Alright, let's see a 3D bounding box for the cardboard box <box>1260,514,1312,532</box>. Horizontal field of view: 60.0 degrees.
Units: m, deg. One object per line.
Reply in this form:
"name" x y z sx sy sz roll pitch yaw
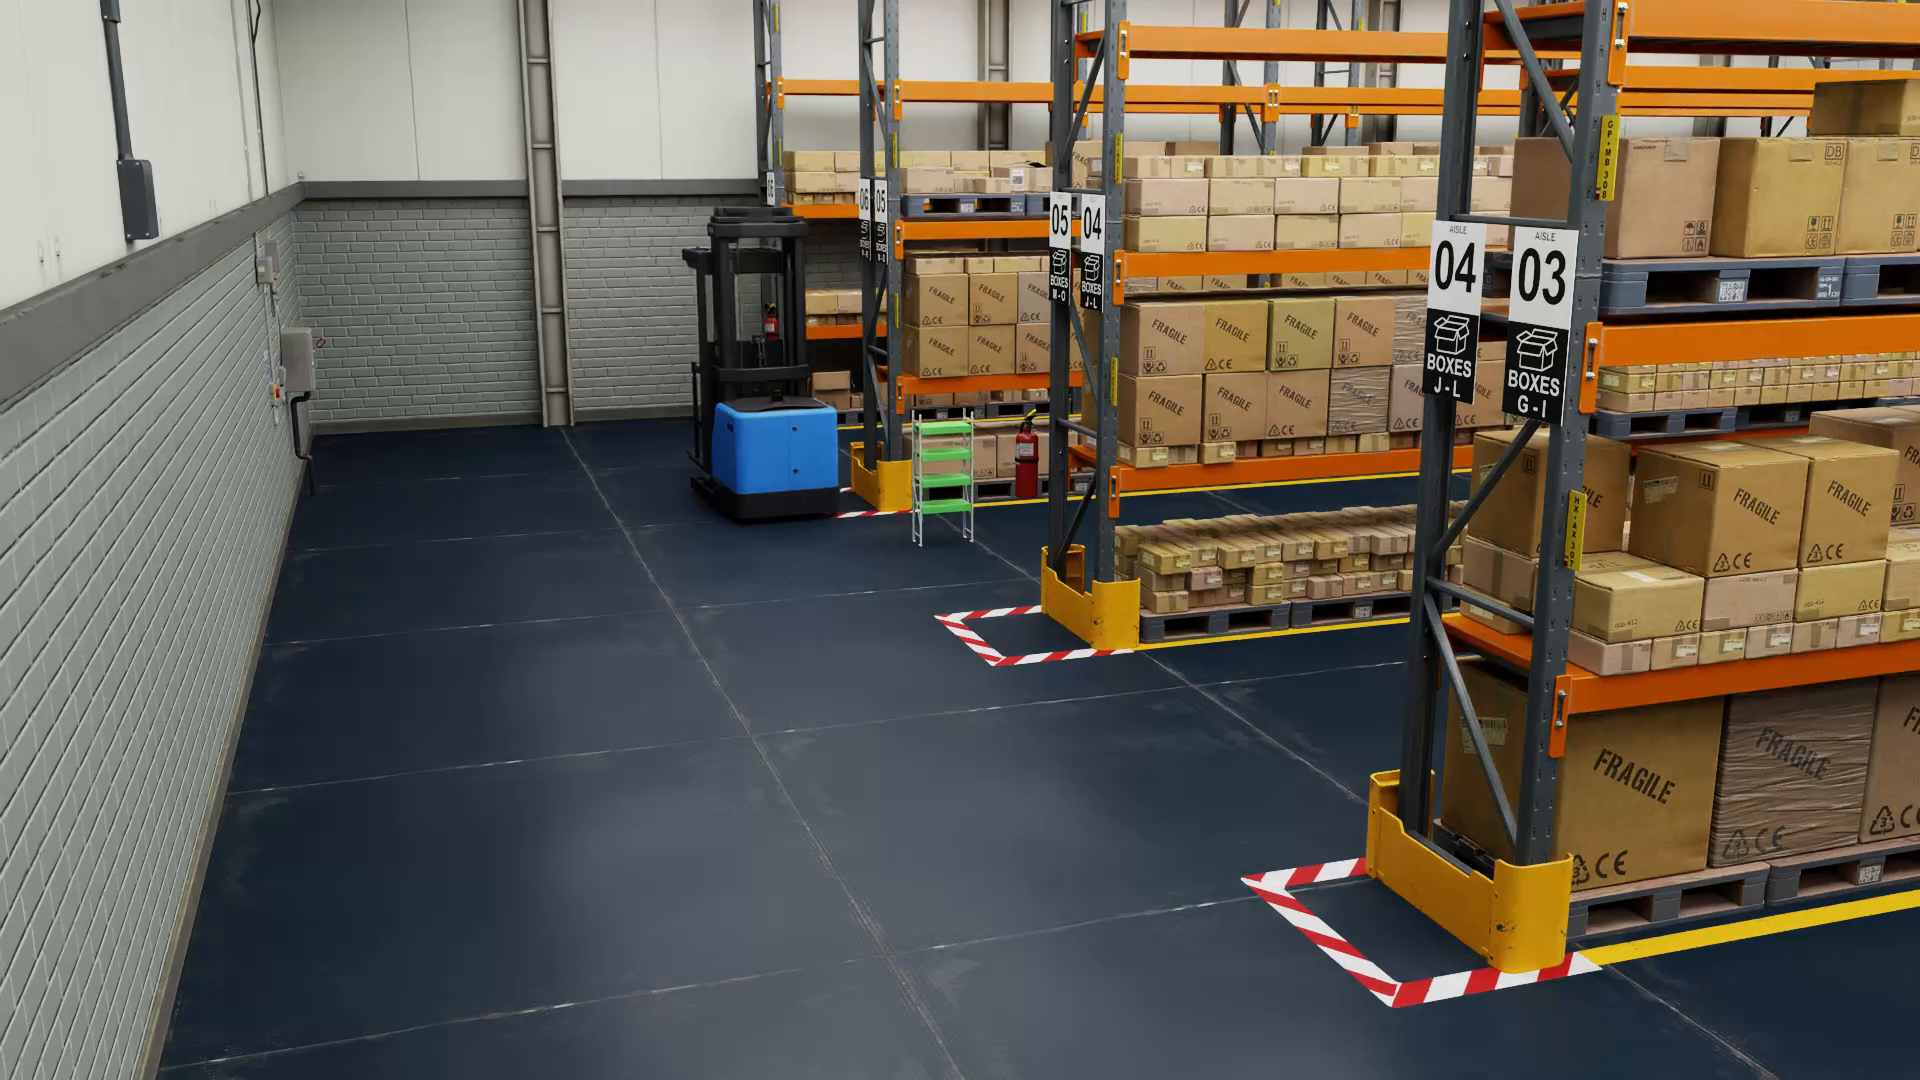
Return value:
"cardboard box" 2.559 -0.082 13.081 0.250 0.149 0.380 -5 14 -20

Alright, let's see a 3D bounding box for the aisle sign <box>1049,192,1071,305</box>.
"aisle sign" 0.725 -2.121 12.065 0.004 0.787 0.394 -4 14 -18

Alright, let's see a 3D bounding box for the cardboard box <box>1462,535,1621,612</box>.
"cardboard box" 2.750 0.134 7.885 0.500 0.250 0.500 -5 14 -19

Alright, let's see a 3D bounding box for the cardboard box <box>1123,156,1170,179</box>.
"cardboard box" 1.269 -2.593 11.569 0.250 0.149 0.380 -5 14 -19

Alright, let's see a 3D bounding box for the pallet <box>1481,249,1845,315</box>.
"pallet" 3.075 -1.173 7.410 1.213 0.211 1.003 -4 14 -18

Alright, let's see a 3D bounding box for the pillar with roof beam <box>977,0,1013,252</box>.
"pillar with roof beam" 1.845 -5.378 18.413 0.400 9.000 9.100 -4 14 -18

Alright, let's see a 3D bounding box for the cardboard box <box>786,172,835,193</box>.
"cardboard box" -1.864 -4.466 20.742 0.500 0.250 0.500 -5 14 -19

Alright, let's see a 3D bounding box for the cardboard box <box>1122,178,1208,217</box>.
"cardboard box" 1.398 -2.401 11.624 0.500 0.250 0.500 -4 14 -17

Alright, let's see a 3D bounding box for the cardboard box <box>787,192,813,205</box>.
"cardboard box" -1.995 -4.272 20.787 0.250 0.149 0.380 -4 14 -17

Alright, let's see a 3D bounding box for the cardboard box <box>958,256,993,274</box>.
"cardboard box" 0.148 -2.719 16.419 0.250 0.149 0.380 -4 14 -16

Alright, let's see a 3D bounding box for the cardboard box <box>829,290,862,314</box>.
"cardboard box" -1.378 -3.045 21.253 0.500 0.250 0.500 -4 14 -17

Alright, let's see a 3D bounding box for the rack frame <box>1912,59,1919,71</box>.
"rack frame" 8.472 -4.304 13.900 0.127 3.000 1.000 -4 14 -18

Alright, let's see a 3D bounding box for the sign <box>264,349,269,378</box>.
"sign" -6.164 -1.569 14.779 0.001 0.218 0.327 -4 14 -18

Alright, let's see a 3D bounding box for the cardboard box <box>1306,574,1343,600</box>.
"cardboard box" 2.696 0.328 12.643 0.250 0.149 0.380 -5 14 -21

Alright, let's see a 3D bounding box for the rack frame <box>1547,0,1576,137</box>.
"rack frame" 9.002 -6.766 24.250 0.127 3.000 1.000 -4 14 -18

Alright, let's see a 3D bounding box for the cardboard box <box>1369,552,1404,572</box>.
"cardboard box" 3.218 0.122 12.865 0.250 0.149 0.380 -5 14 -21

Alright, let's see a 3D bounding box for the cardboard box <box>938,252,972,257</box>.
"cardboard box" -0.058 -2.856 16.997 0.250 0.149 0.380 -5 14 -19

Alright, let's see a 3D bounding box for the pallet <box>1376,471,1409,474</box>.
"pallet" 4.872 -0.977 18.900 1.213 0.211 1.003 -4 14 -18

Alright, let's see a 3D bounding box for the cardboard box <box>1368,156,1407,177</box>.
"cardboard box" 3.020 -2.707 12.048 0.250 0.149 0.380 -5 14 -19

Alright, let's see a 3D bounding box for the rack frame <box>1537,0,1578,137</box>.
"rack frame" 6.797 -5.383 18.433 0.127 3.000 1.000 -4 14 -18

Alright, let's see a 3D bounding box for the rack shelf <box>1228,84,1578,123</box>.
"rack shelf" 4.902 -4.691 17.942 4.000 0.370 1.077 -4 14 -18

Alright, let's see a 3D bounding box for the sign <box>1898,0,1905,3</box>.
"sign" 10.771 -6.088 19.038 0.005 0.325 0.100 -4 14 -18

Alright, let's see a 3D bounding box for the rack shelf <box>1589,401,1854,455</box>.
"rack shelf" 6.576 -0.888 14.057 4.000 0.370 1.077 -4 14 -18

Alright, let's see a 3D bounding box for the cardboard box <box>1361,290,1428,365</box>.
"cardboard box" 3.343 -1.602 12.485 0.500 0.500 0.500 -4 14 -17

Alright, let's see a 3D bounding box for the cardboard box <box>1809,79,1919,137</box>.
"cardboard box" 4.293 -1.973 7.619 0.500 0.250 0.500 -5 14 -20

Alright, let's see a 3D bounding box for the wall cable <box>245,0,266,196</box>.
"wall cable" -6.324 -4.476 14.620 0.029 3.000 2.355 -4 14 -18

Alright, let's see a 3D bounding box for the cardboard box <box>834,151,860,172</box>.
"cardboard box" -1.383 -4.747 20.845 0.500 0.250 0.500 -5 14 -18

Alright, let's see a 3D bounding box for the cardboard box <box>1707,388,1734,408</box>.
"cardboard box" 5.938 -1.159 13.274 0.250 0.149 0.380 -4 14 -18

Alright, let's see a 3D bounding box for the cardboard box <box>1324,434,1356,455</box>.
"cardboard box" 2.763 -0.752 12.471 0.250 0.149 0.380 -4 14 -16

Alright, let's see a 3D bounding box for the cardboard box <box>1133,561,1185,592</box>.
"cardboard box" 1.468 0.260 12.285 0.250 0.149 0.380 -4 14 -16

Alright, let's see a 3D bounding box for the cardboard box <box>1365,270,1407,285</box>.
"cardboard box" 4.464 -2.753 17.967 0.500 0.500 0.500 -5 14 -19

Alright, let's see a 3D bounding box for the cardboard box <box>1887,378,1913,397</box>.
"cardboard box" 7.671 -1.294 13.842 0.250 0.149 0.380 -4 14 -17

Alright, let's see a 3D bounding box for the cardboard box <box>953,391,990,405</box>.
"cardboard box" 0.045 -2.106 22.115 0.500 0.500 0.700 -5 14 -20

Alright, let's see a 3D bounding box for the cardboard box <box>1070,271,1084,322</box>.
"cardboard box" 1.206 -2.498 16.893 0.500 0.500 0.500 -4 14 -18

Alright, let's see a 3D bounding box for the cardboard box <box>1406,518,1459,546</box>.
"cardboard box" 3.692 -0.065 13.007 0.250 0.149 0.380 -4 14 -16

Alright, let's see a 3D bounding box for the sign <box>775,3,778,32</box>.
"sign" -2.199 -6.255 19.909 0.005 0.325 0.100 -4 14 -18

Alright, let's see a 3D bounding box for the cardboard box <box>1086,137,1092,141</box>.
"cardboard box" 1.688 -5.231 22.159 0.258 0.266 0.396 -5 14 -19

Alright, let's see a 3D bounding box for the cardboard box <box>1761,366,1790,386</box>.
"cardboard box" 6.443 -1.344 13.409 0.250 0.149 0.380 -5 14 -19

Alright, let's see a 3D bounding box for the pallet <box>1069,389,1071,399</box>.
"pallet" 2.178 -1.969 23.072 1.213 0.211 1.003 -4 14 -18

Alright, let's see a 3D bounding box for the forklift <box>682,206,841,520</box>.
"forklift" -2.174 -1.919 16.983 1.130 2.935 3.031 -5 14 -21

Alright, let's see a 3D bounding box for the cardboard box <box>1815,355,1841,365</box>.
"cardboard box" 6.927 -1.526 13.532 0.250 0.149 0.380 -4 14 -15

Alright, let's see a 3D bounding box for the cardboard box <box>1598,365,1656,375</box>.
"cardboard box" 5.201 -1.390 12.963 0.250 0.149 0.380 -4 14 -15

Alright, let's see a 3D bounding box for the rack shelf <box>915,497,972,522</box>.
"rack shelf" -0.157 -0.276 15.130 0.480 0.148 0.258 -4 14 -18

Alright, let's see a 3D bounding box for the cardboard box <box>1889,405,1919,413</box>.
"cardboard box" 5.162 -0.418 8.586 0.500 0.500 0.500 -4 14 -18

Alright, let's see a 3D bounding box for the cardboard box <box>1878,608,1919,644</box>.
"cardboard box" 4.275 0.354 7.821 0.250 0.149 0.380 -5 14 -19

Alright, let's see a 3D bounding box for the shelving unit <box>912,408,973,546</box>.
"shelving unit" -0.157 -0.571 15.060 0.503 1.200 0.258 -4 14 -18

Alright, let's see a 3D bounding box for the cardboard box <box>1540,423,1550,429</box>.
"cardboard box" 4.485 -0.896 13.078 0.250 0.149 0.380 -5 14 -19

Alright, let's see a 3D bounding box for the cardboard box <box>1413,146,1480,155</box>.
"cardboard box" 5.219 -3.983 17.906 0.500 0.500 0.500 -4 14 -18

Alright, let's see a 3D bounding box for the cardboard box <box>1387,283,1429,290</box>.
"cardboard box" 3.689 -1.749 13.101 0.500 0.500 0.500 -5 14 -20

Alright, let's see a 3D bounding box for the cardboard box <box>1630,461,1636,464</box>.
"cardboard box" 5.306 -0.554 13.971 0.500 0.250 0.500 -5 14 -20

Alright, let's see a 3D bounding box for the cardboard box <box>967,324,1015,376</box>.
"cardboard box" 0.232 -1.938 16.700 0.500 0.500 0.500 -5 14 -19

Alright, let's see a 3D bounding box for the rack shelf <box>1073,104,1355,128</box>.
"rack shelf" 3.315 -5.779 22.518 4.000 0.370 1.077 -4 14 -18

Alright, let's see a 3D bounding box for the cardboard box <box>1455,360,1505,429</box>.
"cardboard box" 3.820 -1.148 12.737 0.500 0.500 0.500 -5 14 -20

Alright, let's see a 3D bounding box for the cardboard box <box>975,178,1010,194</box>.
"cardboard box" 0.320 -3.494 16.392 0.250 0.149 0.380 -4 14 -16

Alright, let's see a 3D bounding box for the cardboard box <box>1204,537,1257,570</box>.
"cardboard box" 1.997 0.096 12.330 0.250 0.149 0.380 -4 14 -18

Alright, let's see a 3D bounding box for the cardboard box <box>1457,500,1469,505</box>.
"cardboard box" 4.288 -0.217 13.650 0.250 0.149 0.380 -4 14 -16
